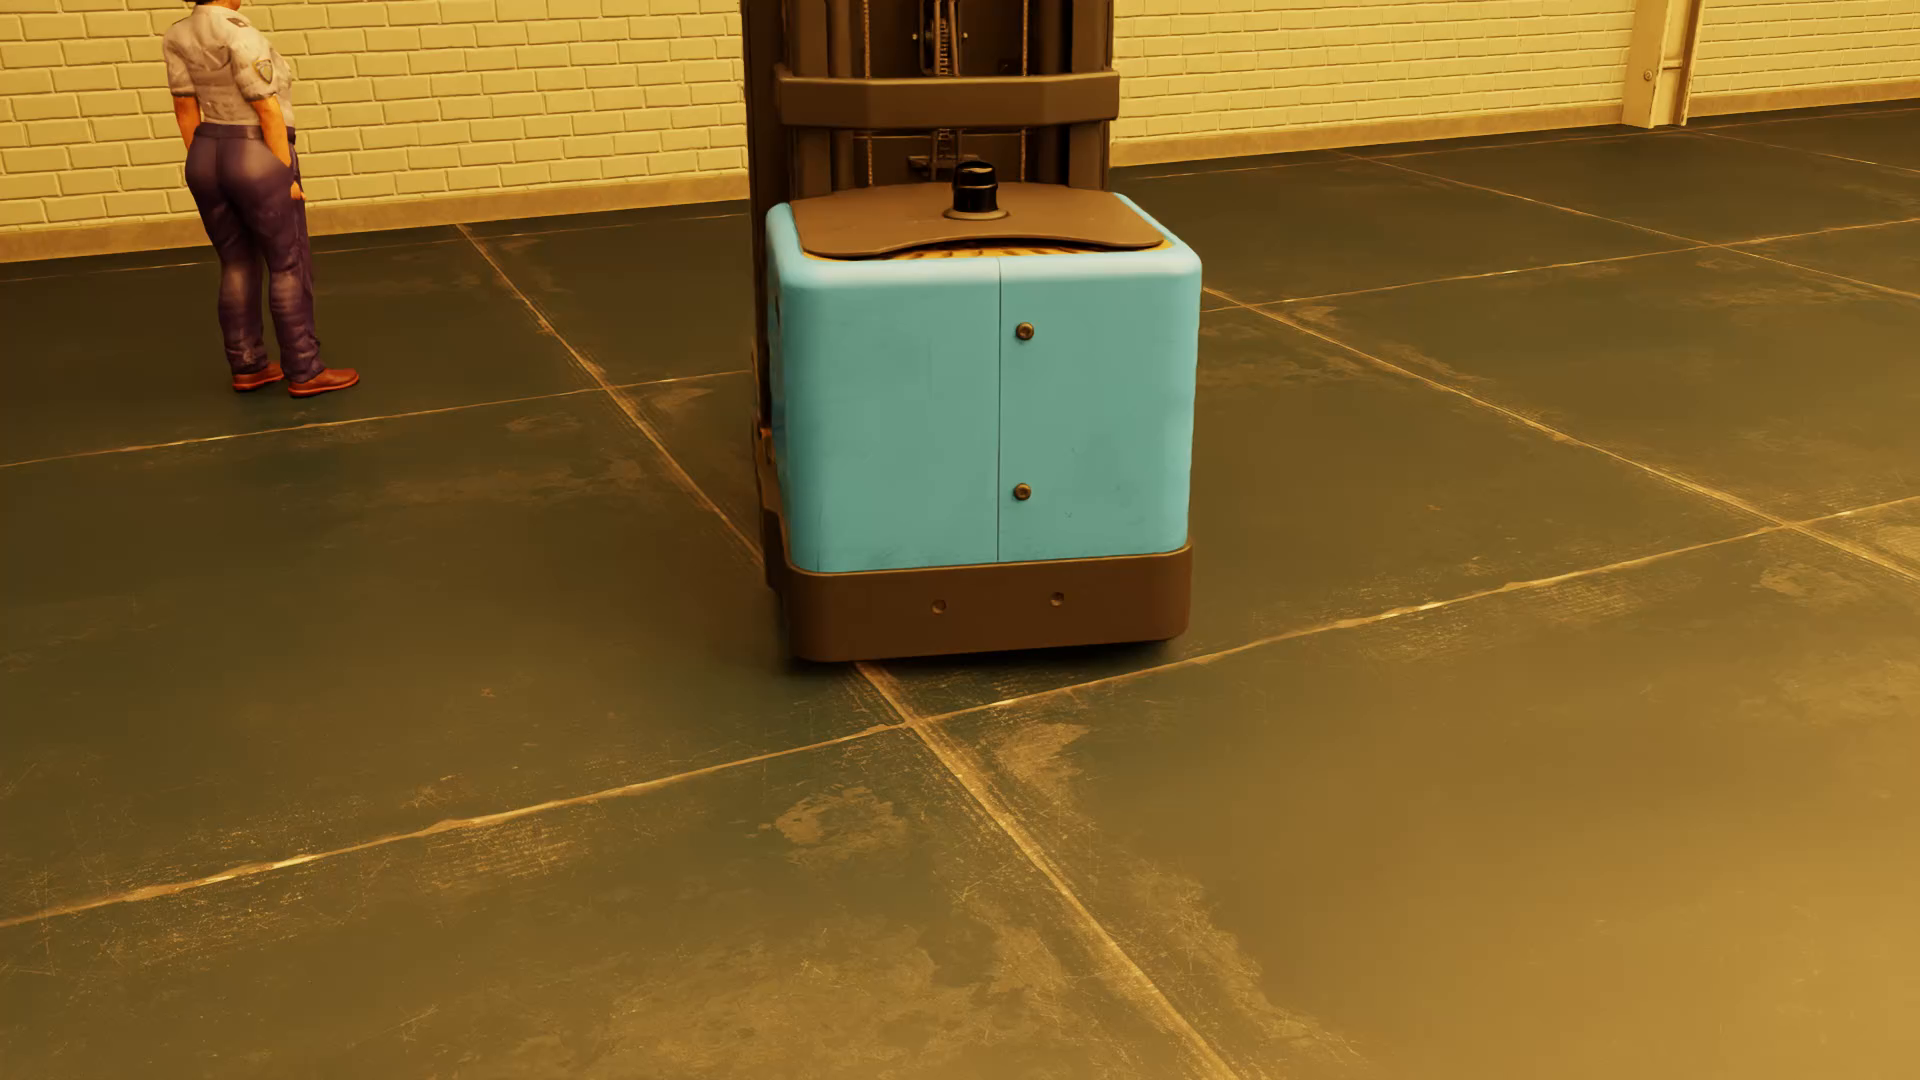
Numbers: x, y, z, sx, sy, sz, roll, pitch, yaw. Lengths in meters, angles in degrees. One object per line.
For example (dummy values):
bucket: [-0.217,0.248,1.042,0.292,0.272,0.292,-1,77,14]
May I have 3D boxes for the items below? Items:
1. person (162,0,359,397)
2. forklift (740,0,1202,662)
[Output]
person: [-2.662,-1.362,6.247,0.485,1.651,0.369,8,24,19]
forklift: [-0.131,-1.578,5.084,1.130,2.935,3.031,-3,23,-8]
